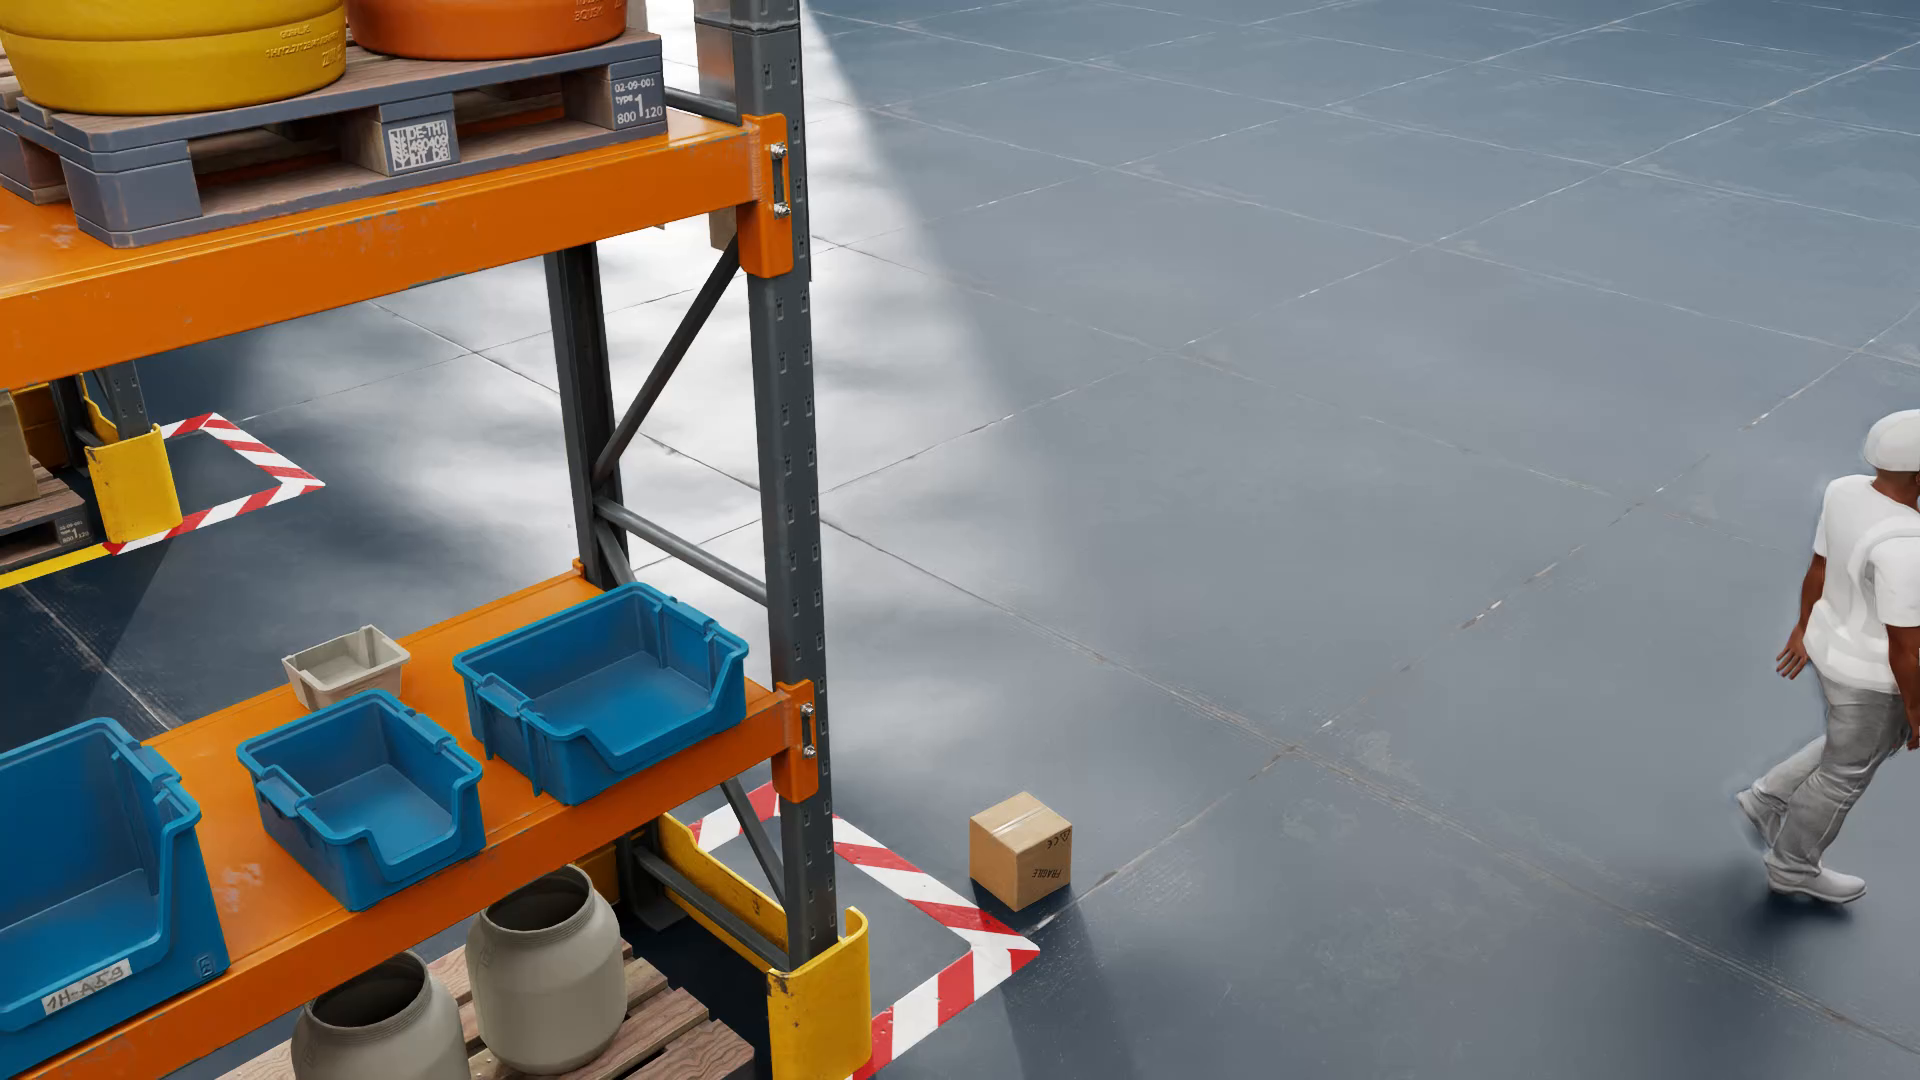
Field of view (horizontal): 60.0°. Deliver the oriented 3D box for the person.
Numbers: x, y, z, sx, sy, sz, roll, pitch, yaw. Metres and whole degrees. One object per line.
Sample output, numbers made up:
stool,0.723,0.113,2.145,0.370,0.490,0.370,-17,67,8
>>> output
person,2.886,0.393,5.293,0.476,1.756,0.562,5,28,10
